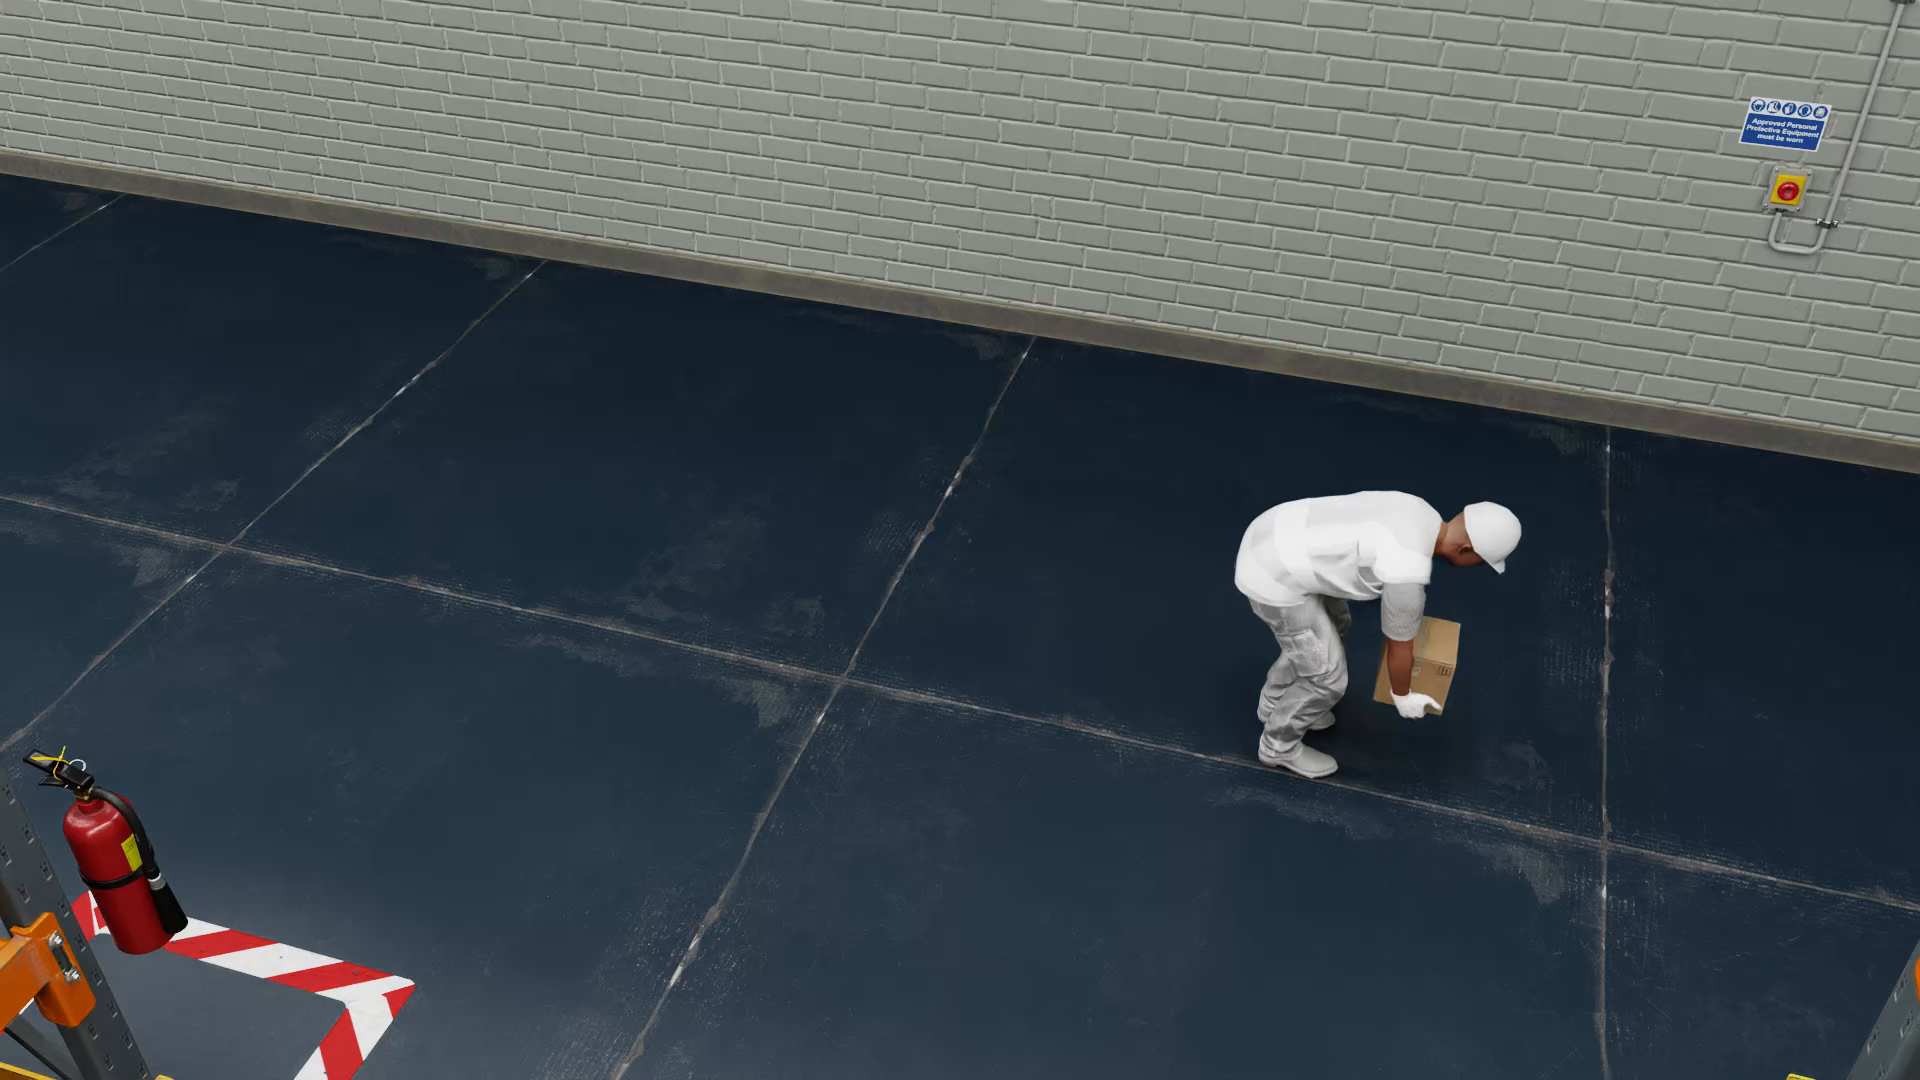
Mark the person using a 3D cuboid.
[{"bbox_3d":[1.478,0.172,6.040,0.953,0.864,0.504,9,38,12],"label":"person"}]
